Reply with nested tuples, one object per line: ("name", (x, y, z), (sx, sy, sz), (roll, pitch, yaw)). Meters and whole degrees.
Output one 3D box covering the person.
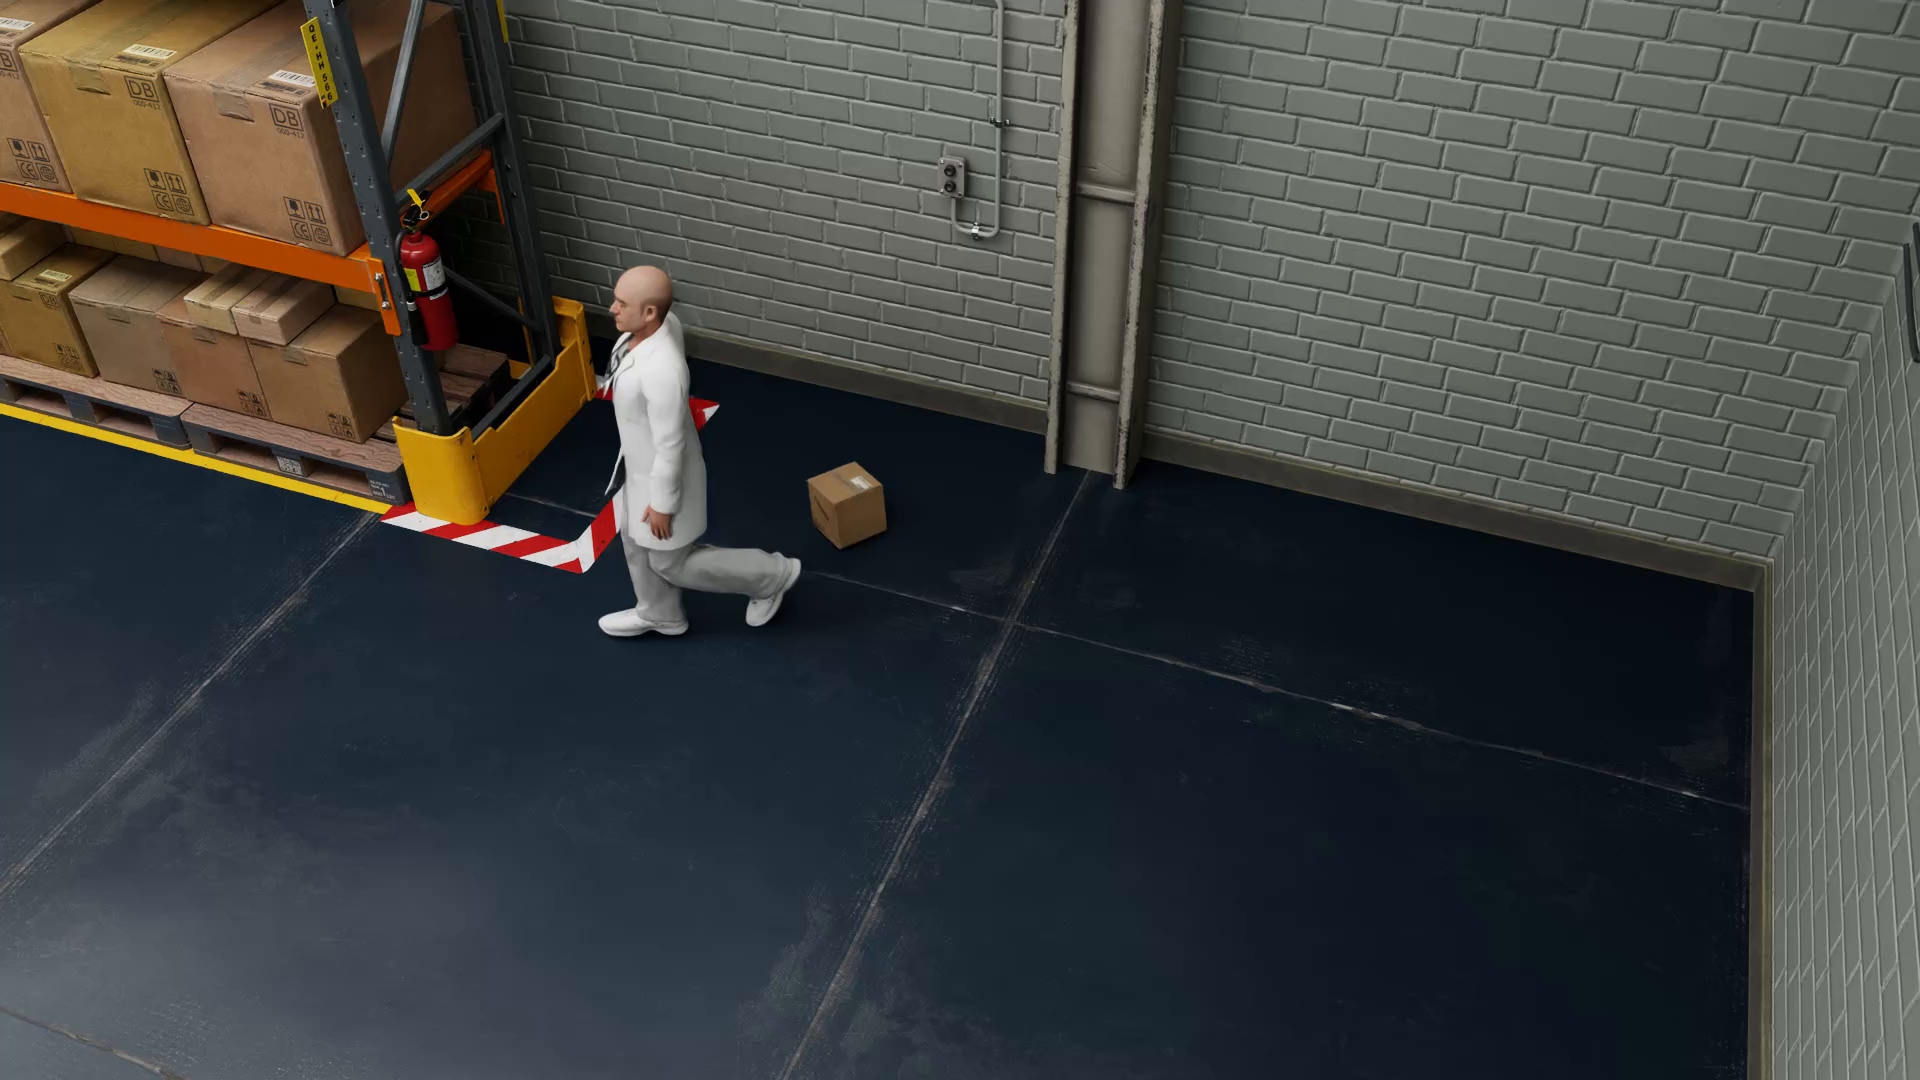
("person", (-1.090, -0.293, 6.490), (0.855, 1.754, 0.599), (-9, 42, -10))
